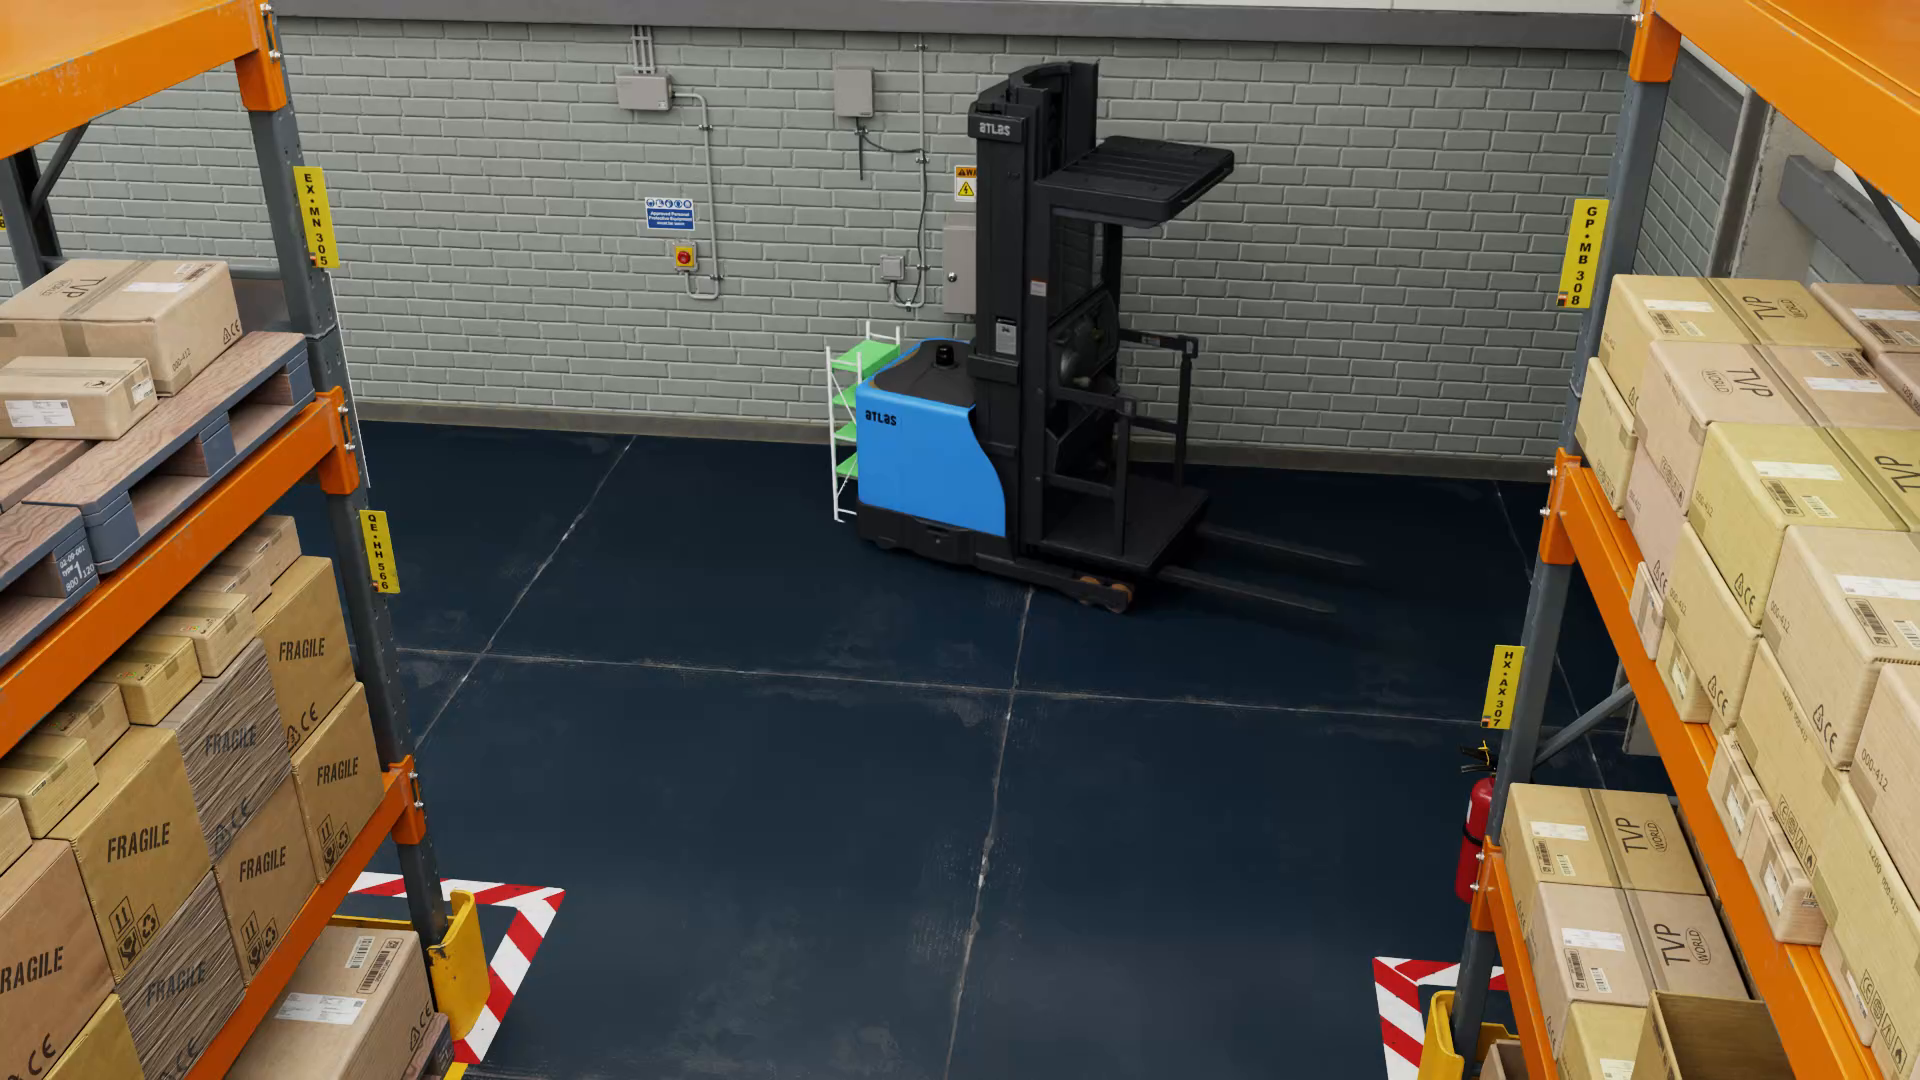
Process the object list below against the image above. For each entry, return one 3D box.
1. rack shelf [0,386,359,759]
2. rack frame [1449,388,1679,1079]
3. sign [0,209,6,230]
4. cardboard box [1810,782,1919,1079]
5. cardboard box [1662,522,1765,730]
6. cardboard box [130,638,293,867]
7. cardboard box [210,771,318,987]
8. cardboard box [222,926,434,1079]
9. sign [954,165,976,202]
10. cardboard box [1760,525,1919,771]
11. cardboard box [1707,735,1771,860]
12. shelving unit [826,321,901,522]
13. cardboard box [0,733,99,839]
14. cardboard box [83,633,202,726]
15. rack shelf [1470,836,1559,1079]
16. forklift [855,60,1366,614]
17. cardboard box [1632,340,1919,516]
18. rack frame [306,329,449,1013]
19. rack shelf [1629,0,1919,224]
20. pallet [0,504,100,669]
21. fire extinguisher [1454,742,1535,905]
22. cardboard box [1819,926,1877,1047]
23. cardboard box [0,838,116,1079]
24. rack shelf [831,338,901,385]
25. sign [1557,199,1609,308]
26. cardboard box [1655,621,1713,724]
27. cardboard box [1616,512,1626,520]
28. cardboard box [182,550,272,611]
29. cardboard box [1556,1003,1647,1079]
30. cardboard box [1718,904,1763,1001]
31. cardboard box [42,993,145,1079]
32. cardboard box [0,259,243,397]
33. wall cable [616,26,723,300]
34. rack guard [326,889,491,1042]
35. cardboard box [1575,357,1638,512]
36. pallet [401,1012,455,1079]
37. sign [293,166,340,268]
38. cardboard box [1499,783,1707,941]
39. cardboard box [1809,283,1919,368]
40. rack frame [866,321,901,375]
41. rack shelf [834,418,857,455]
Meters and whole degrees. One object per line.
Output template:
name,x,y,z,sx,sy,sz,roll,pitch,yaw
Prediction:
rack shelf,-2.819,0.556,3.942,1.077,0.370,4.000,3,28,6
rack frame,2.353,0.906,5.699,1.000,3.000,0.127,3,28,6
sign,-3.124,-1.156,5.358,0.100,0.325,0.005,3,28,6
cardboard box,1.801,0.676,2.807,0.500,0.250,0.500,4,29,7
cardboard box,1.911,0.194,3.702,0.500,0.250,0.500,3,28,5
cardboard box,-2.431,0.623,5.063,0.500,0.500,0.500,3,29,6
cardboard box,-2.446,1.053,5.320,0.500,0.500,0.500,3,28,5
cardboard box,-2.555,1.878,6.151,0.875,0.438,0.875,2,28,4
sign,0.132,-2.310,10.797,0.339,0.242,0.001,3,28,6
cardboard box,1.868,0.210,3.144,0.500,0.250,0.500,4,29,8
cardboard box,1.799,0.548,3.464,0.380,0.149,0.250,3,29,6
shelving unit,-0.596,-0.737,10.643,0.258,1.200,0.503,13,31,24
cardboard box,-2.521,0.633,4.360,0.380,0.149,0.250,4,29,7
cardboard box,-2.446,0.393,4.806,0.380,0.149,0.250,4,29,7
rack shelf,2.108,2.164,4.122,1.077,0.370,4.000,3,28,6
forklift,0.902,-1.153,9.592,3.031,2.935,1.130,14,31,24
cardboard box,1.968,-0.267,4.031,0.500,0.250,0.500,3,28,6
rack frame,-2.574,0.619,6.231,1.000,3.000,0.127,3,28,6
rack shelf,2.108,-0.476,2.700,1.077,0.370,4.000,3,28,6
pallet,-2.801,0.263,3.822,1.003,0.211,1.213,3,28,6
fire extinguisher,1.912,1.008,5.984,0.296,0.674,0.183,3,28,6
cardboard box,1.810,0.793,3.010,0.380,0.149,0.250,4,29,7
cardboard box,-2.559,1.092,4.192,0.500,0.500,0.500,3,28,6
rack shelf,-0.599,-1.105,10.448,0.258,0.148,0.480,13,31,24
sign,1.815,-0.831,4.838,0.100,0.325,0.005,3,28,6
cardboard box,1.871,0.312,3.903,0.380,0.149,0.250,3,28,6
cardboard box,2.083,-0.168,4.793,0.380,0.149,0.250,4,29,7
cardboard box,-2.426,0.151,5.256,0.380,0.149,0.250,4,29,7
cardboard box,1.910,1.515,4.412,0.500,0.250,0.500,3,28,5
cardboard box,2.496,1.315,4.783,0.500,0.250,0.500,3,29,6
cardboard box,-2.550,1.539,4.417,0.500,0.500,0.500,4,29,8
cardboard box,-2.539,-0.648,5.029,0.500,0.250,0.500,1,28,2
wall cable,-1.906,-2.498,10.912,0.585,1.953,0.123,3,28,6
rack guard,-2.571,1.708,6.845,1.175,0.500,0.348,3,28,6
cardboard box,2.027,-0.287,4.594,0.500,0.250,0.500,3,28,6
pallet,-2.594,2.227,6.185,1.003,0.211,1.213,3,28,6
sign,-2.037,-1.019,5.257,0.100,0.325,0.005,3,28,6
cardboard box,2.030,1.039,5.296,0.500,0.250,0.500,4,29,6
cardboard box,2.576,-0.475,4.415,0.500,0.250,0.500,3,28,5
rack frame,-0.486,-0.841,10.835,0.240,1.200,0.015,13,31,24
rack shelf,-0.596,-0.681,10.674,0.258,0.148,0.480,13,31,24
